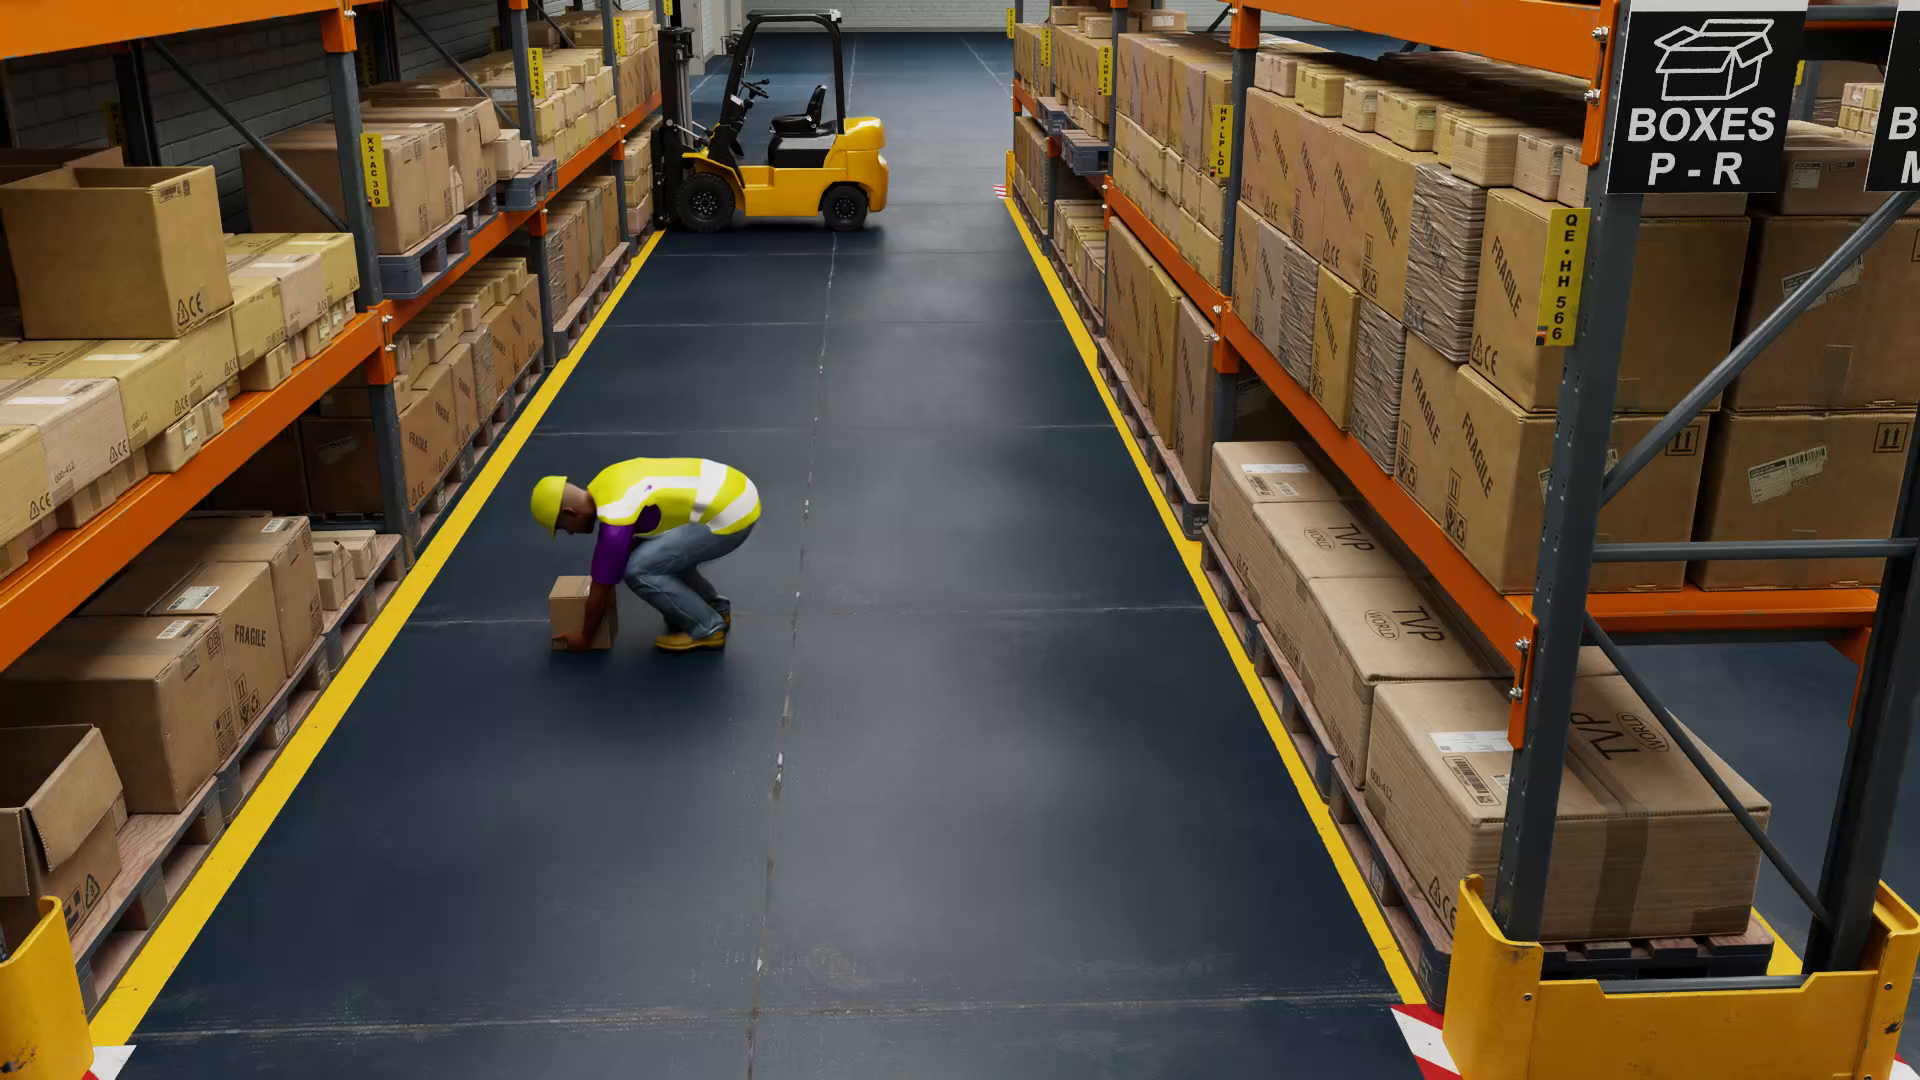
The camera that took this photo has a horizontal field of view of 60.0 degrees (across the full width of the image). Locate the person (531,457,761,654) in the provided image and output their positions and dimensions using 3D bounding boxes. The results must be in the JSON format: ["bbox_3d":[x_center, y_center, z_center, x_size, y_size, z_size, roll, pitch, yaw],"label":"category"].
[{"bbox_3d":[-1.355,0.063,7.271,0.979,0.836,0.520,-2,20,-5],"label":"person"}]
